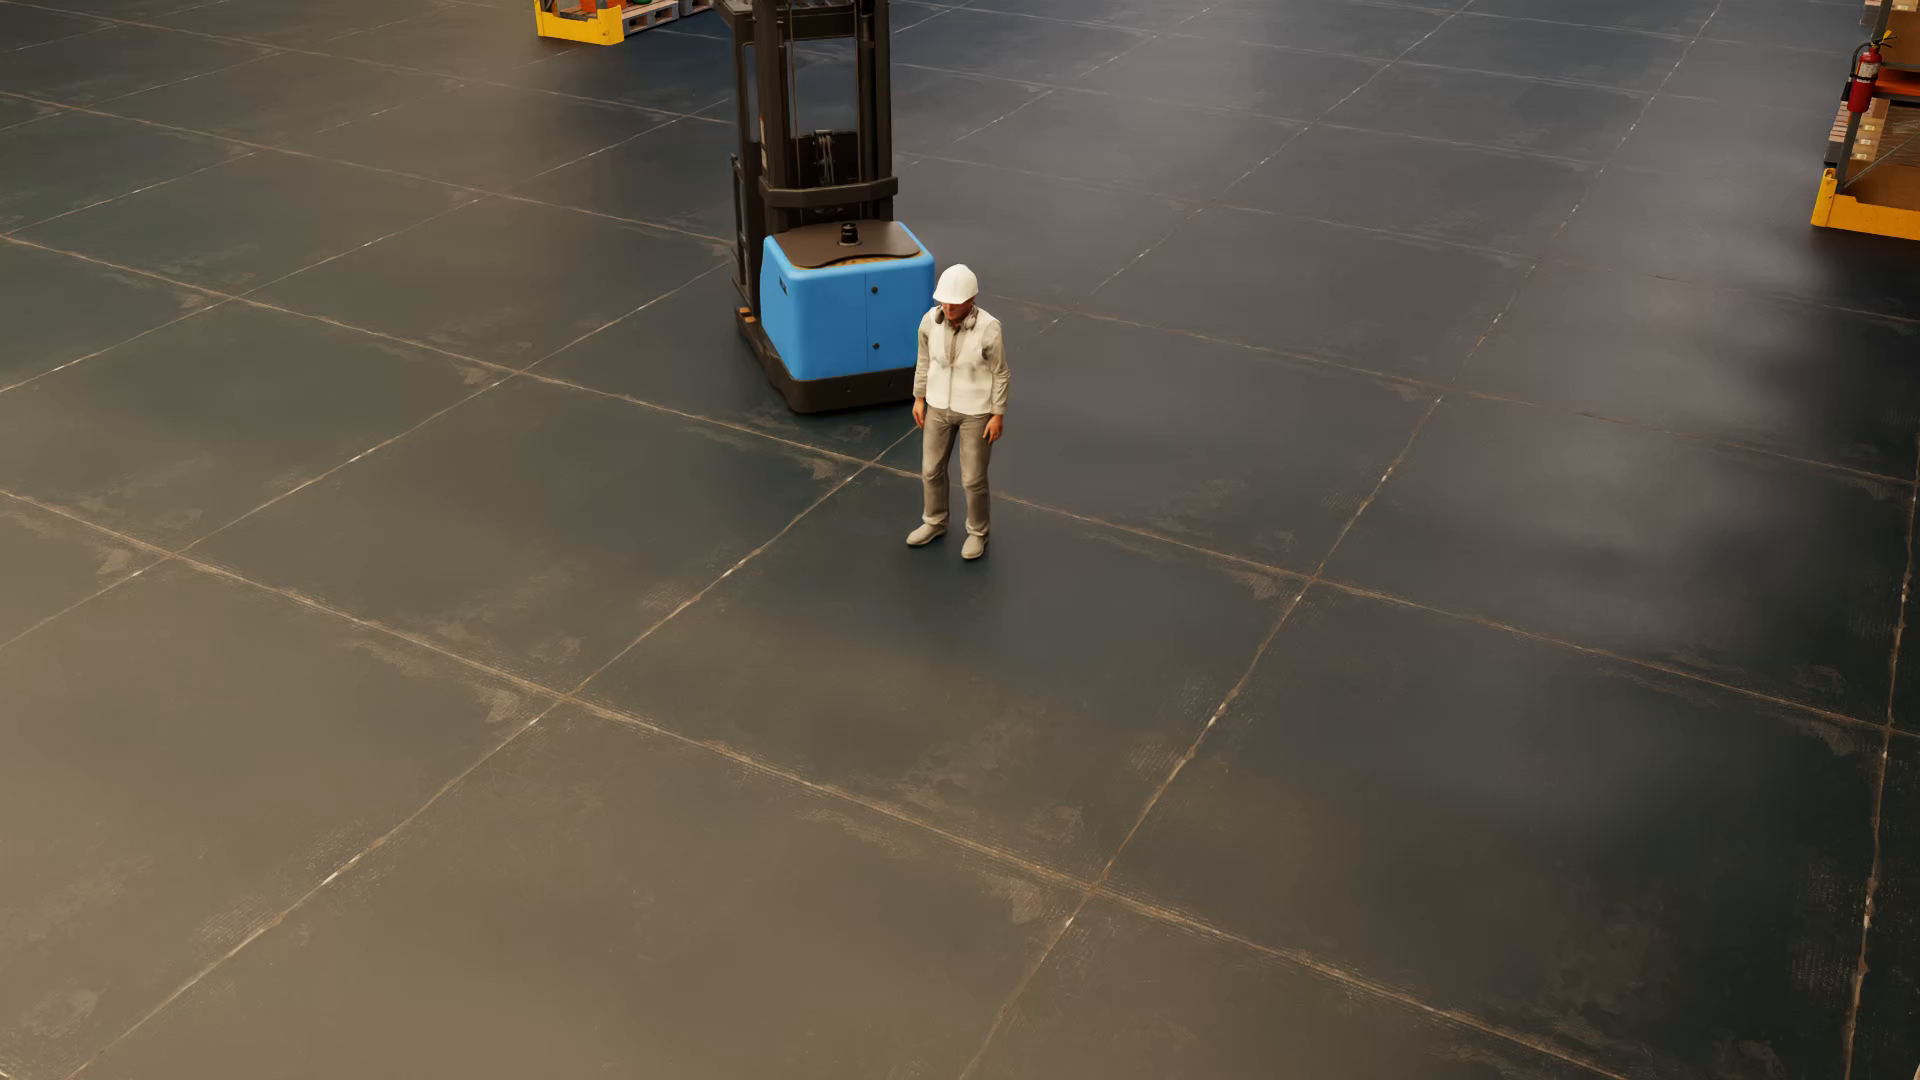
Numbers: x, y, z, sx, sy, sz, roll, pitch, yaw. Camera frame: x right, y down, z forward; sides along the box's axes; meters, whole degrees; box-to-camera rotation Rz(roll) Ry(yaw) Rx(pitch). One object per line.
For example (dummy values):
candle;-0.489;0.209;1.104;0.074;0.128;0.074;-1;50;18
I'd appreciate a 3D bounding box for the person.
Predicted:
person;-0.003;-0.753;9.538;0.580;1.770;0.463;14;33;23

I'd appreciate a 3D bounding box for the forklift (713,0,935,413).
forklift;-1.099;-2.859;12.025;1.130;2.935;3.031;-9;31;-16
